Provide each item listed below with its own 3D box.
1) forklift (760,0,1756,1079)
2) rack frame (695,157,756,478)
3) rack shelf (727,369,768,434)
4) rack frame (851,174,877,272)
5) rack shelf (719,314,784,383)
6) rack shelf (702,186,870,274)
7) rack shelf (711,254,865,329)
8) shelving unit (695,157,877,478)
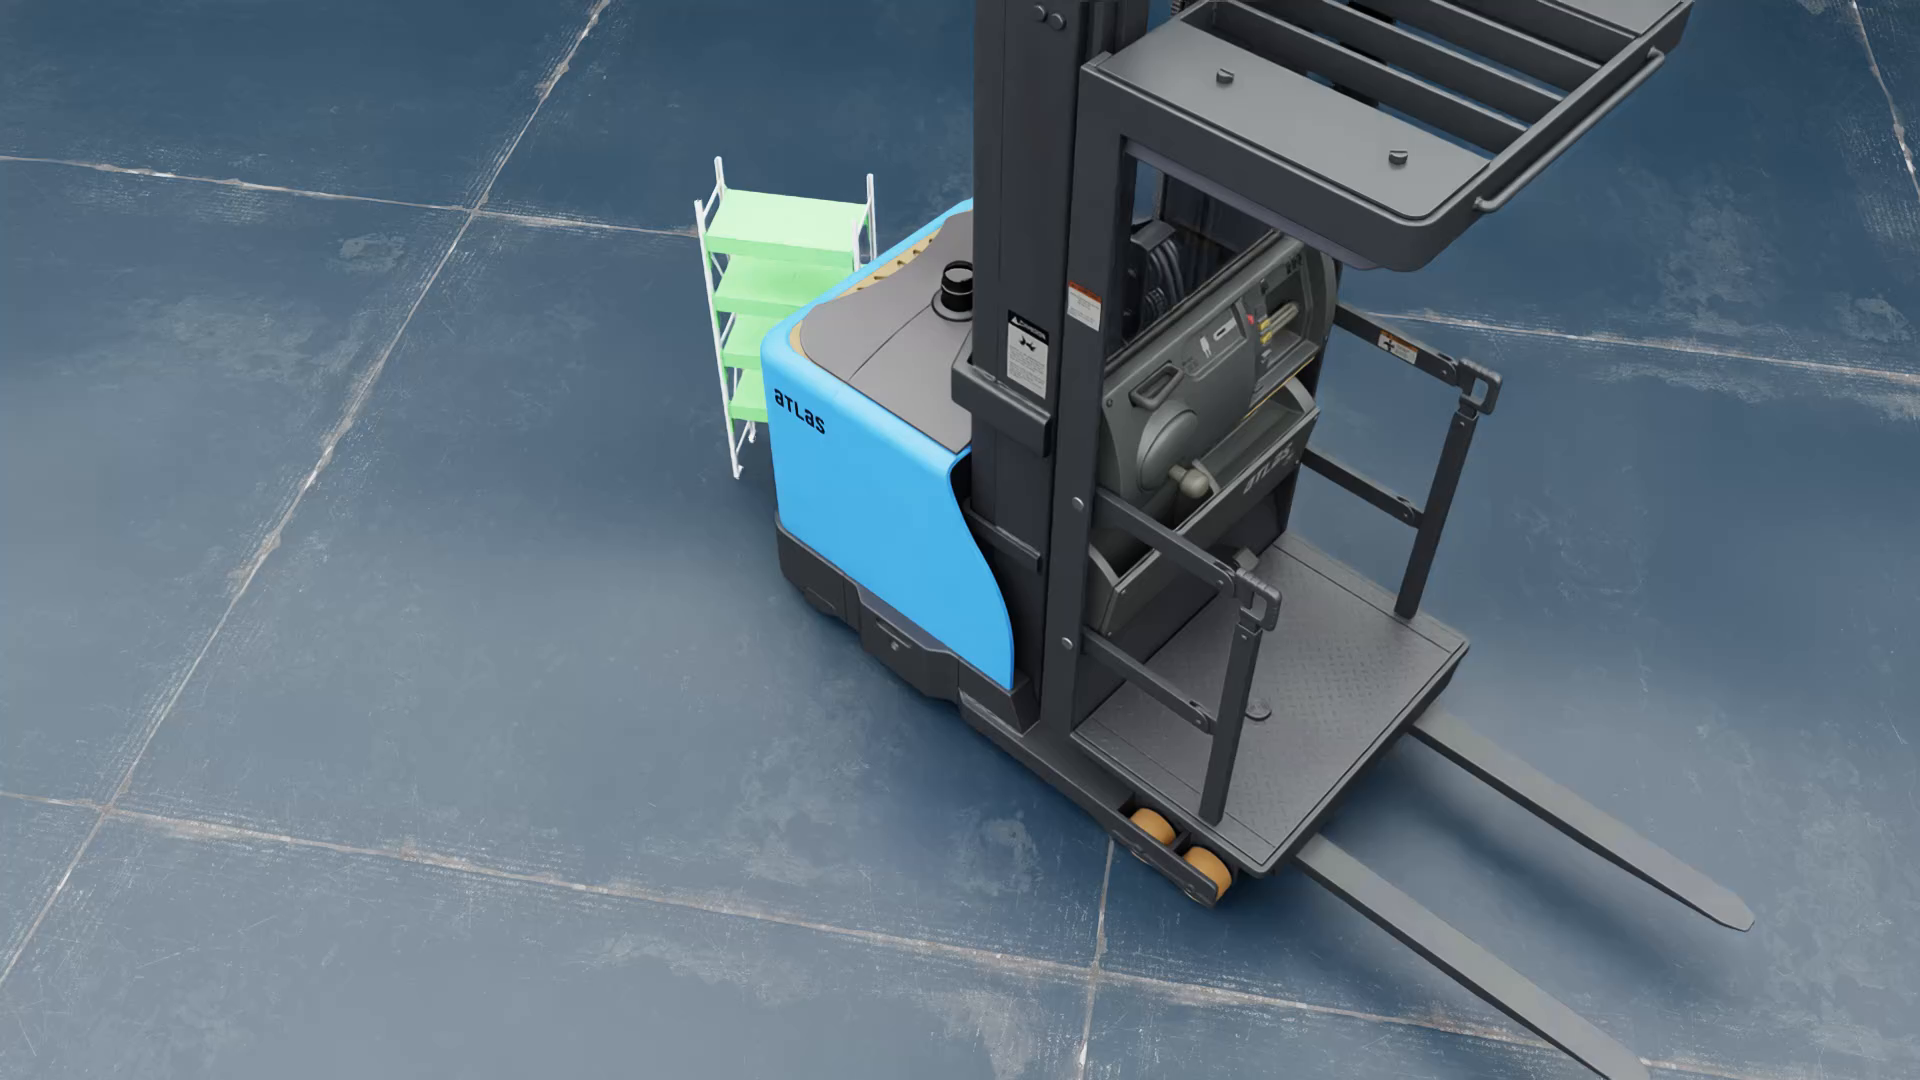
[{"bbox_3d":[0.826,-0.378,4.119,3.031,2.935,1.130,34,56,27],"label":"forklift"},{"bbox_3d":[-0.779,-0.713,5.584,0.015,1.200,0.240,8,49,7],"label":"rack frame"},{"bbox_3d":[-0.539,-0.477,5.780,0.480,0.148,0.258,8,49,7],"label":"rack shelf"},{"bbox_3d":[-0.299,-0.646,5.524,0.015,1.200,0.240,8,49,7],"label":"rack frame"},{"bbox_3d":[-0.539,-0.637,5.602,0.480,0.148,0.258,8,49,7],"label":"rack shelf"},{"bbox_3d":[-0.539,-0.958,5.245,0.480,0.148,0.258,8,49,7],"label":"rack shelf"},{"bbox_3d":[-0.539,-0.797,5.423,0.480,0.148,0.258,8,49,7],"label":"rack shelf"},{"bbox_3d":[-0.539,-0.680,5.554,0.503,1.200,0.258,8,49,7],"label":"shelving unit"}]
